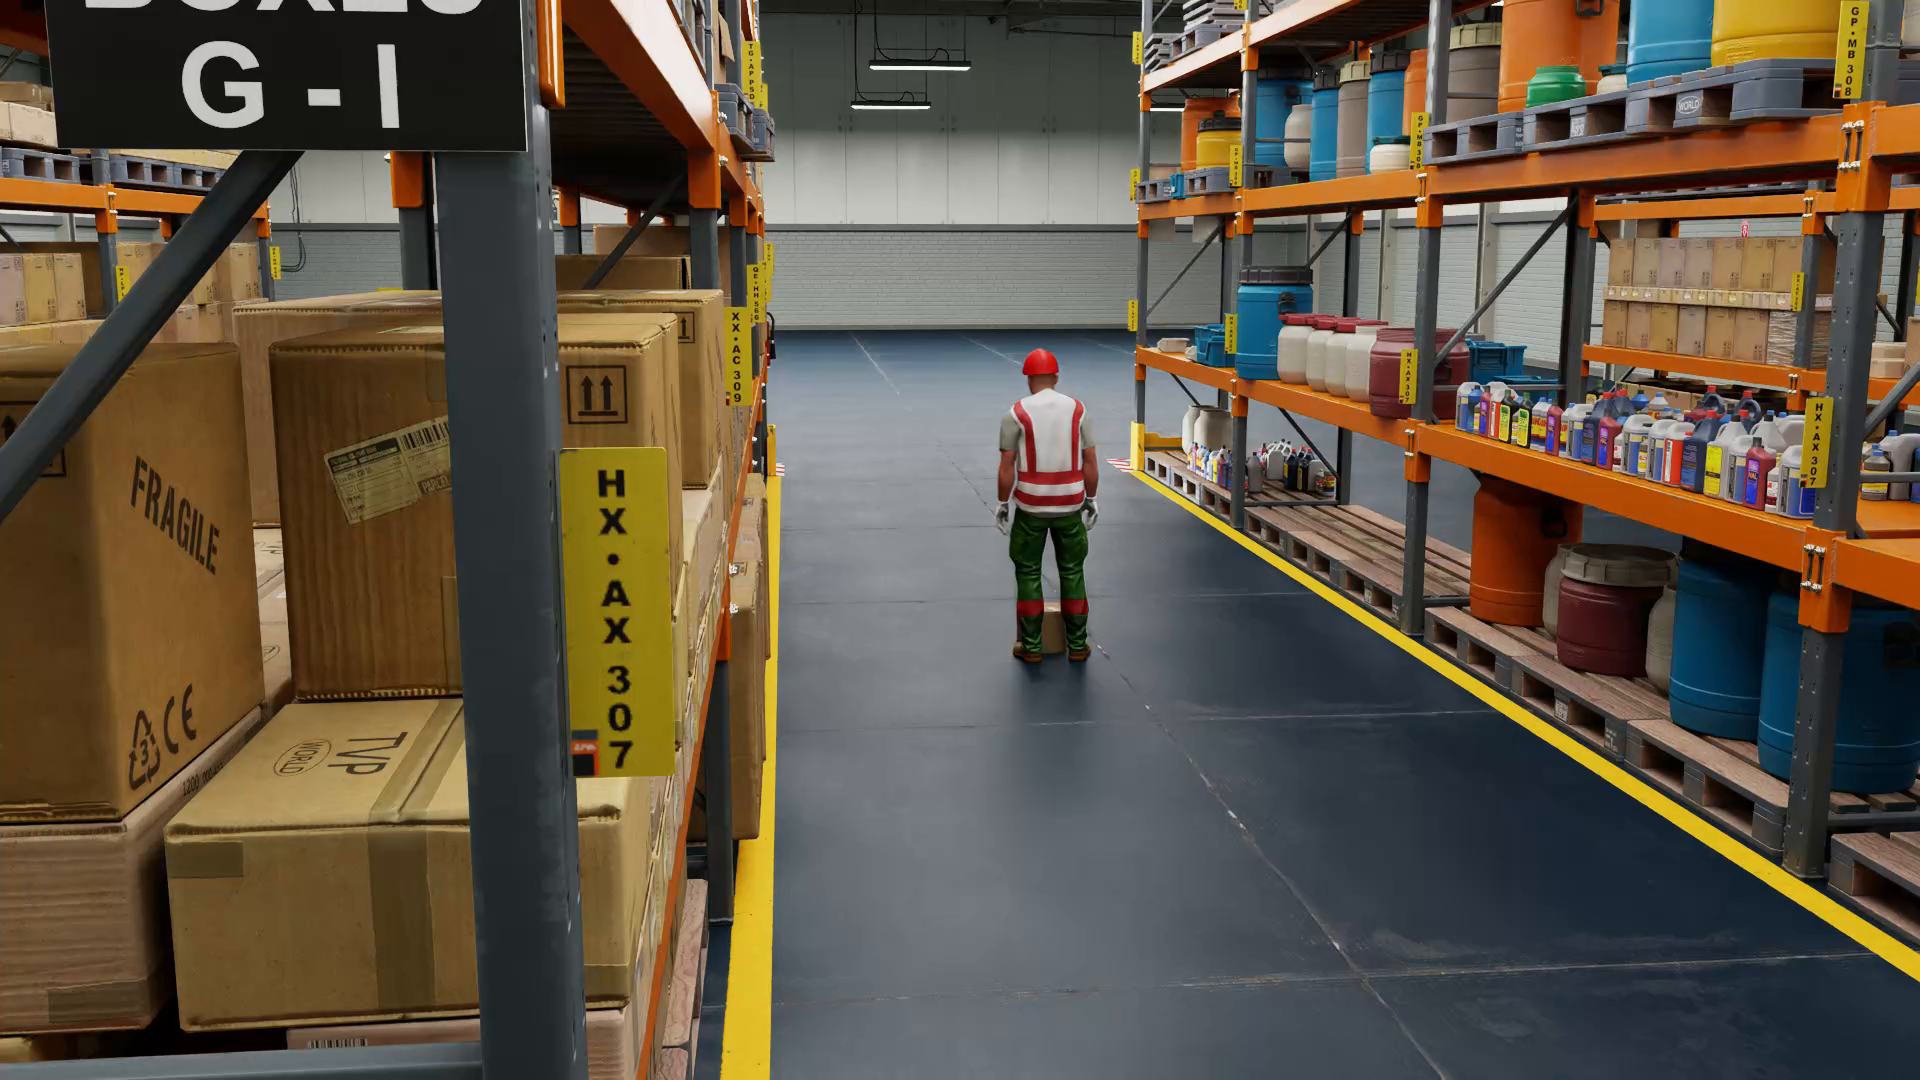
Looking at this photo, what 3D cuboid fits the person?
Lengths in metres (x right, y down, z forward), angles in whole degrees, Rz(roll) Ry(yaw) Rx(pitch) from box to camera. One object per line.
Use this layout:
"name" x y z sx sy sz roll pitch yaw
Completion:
"person" 0.493 -0.192 9.465 0.614 1.778 0.452 -2 10 -9
